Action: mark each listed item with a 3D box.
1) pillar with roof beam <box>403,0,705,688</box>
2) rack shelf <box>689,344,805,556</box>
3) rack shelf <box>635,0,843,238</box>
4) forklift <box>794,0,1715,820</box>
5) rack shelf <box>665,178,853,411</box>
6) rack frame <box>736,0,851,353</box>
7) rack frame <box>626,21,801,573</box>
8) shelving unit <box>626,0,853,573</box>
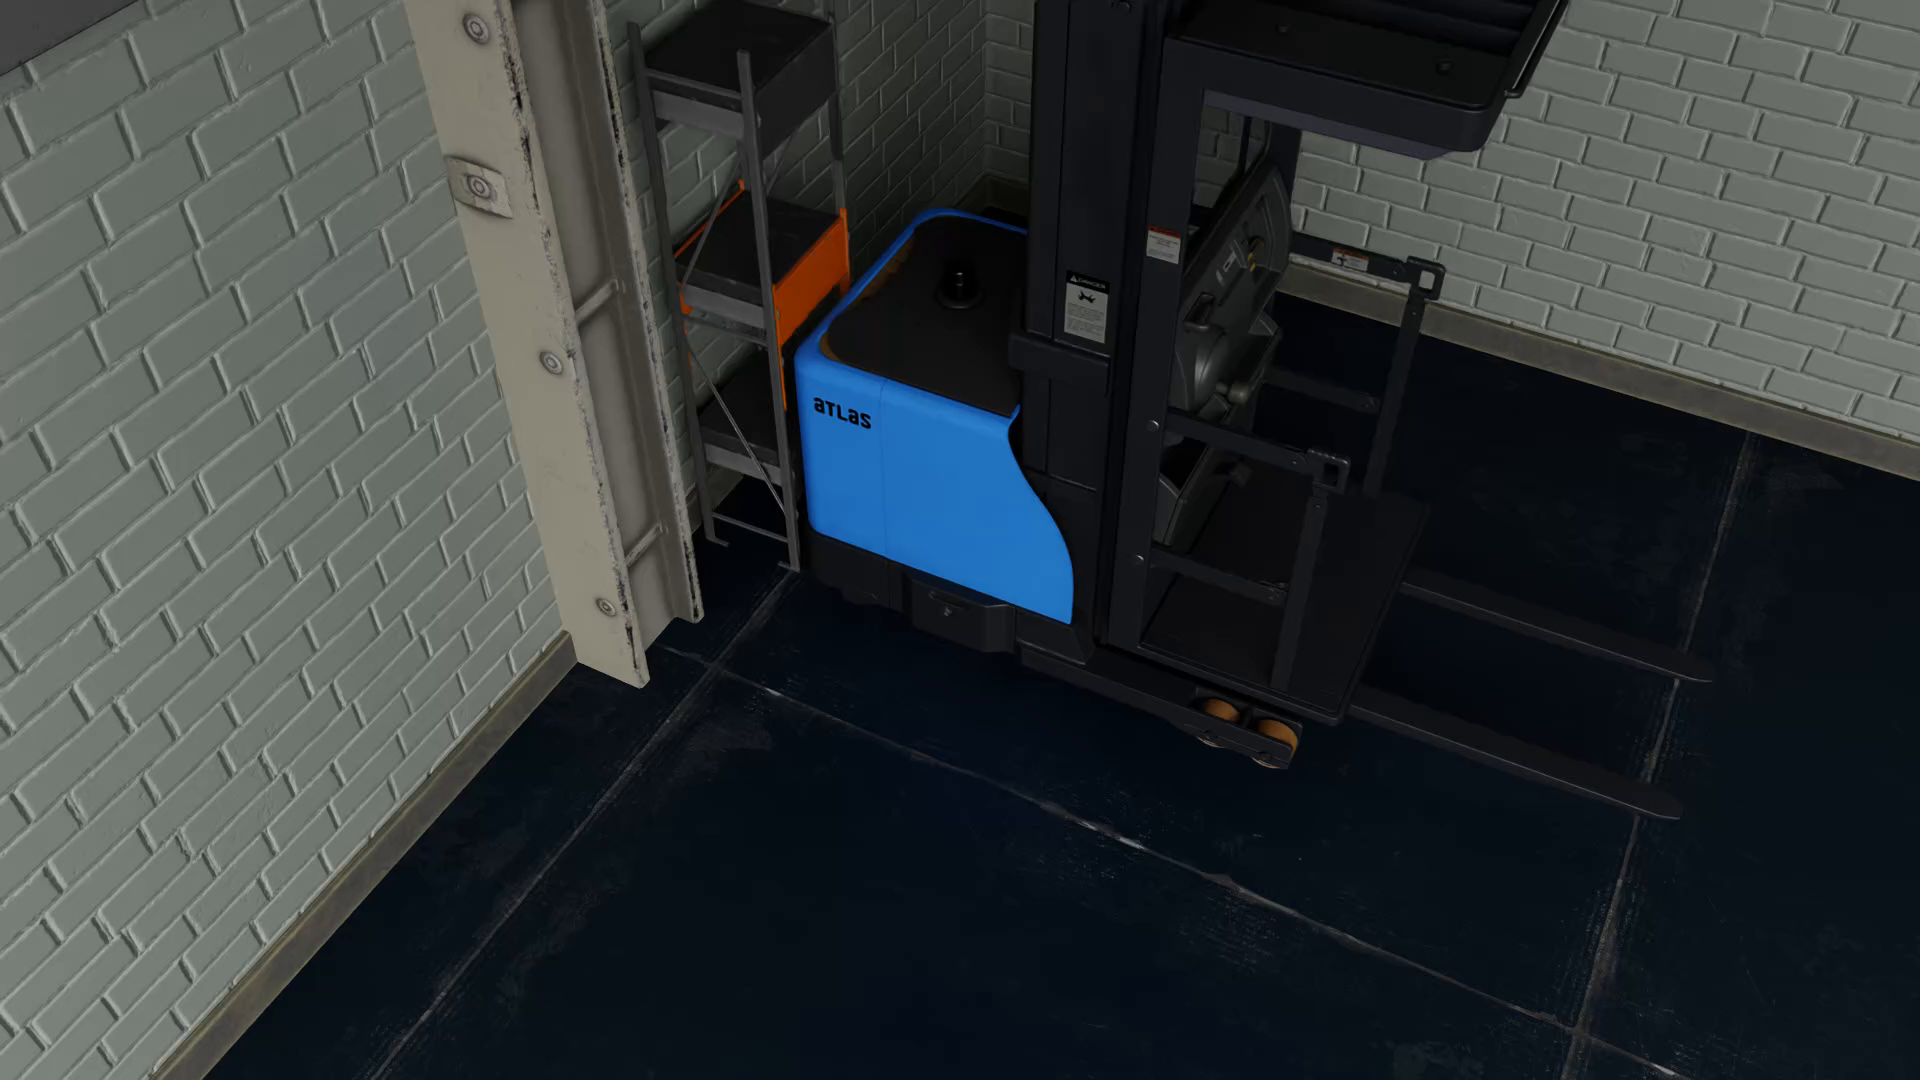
[{"bbox_3d":[2.669,-1.403,1.310,9.100,9.000,0.400,20,49,19],"label":"pillar with roof beam"},{"bbox_3d":[-0.666,-0.339,6.112,0.431,0.518,0.480,19,48,18],"label":"rack shelf"},{"bbox_3d":[-0.666,-1.323,5.116,0.431,0.518,0.480,19,48,18],"label":"rack shelf"},{"bbox_3d":[0.999,-0.711,4.892,3.031,2.935,1.130,20,49,18],"label":"forklift"},{"bbox_3d":[-0.666,-0.831,5.614,0.431,0.518,0.480,19,48,18],"label":"rack shelf"},{"bbox_3d":[-0.561,-0.997,5.759,0.400,2.100,0.015,19,48,18],"label":"rack frame"},{"bbox_3d":[-0.772,-0.684,5.449,0.400,2.100,0.015,19,48,18],"label":"rack frame"},{"bbox_3d":[-0.666,-0.840,5.604,0.431,2.100,0.503,19,48,18],"label":"shelving unit"}]
